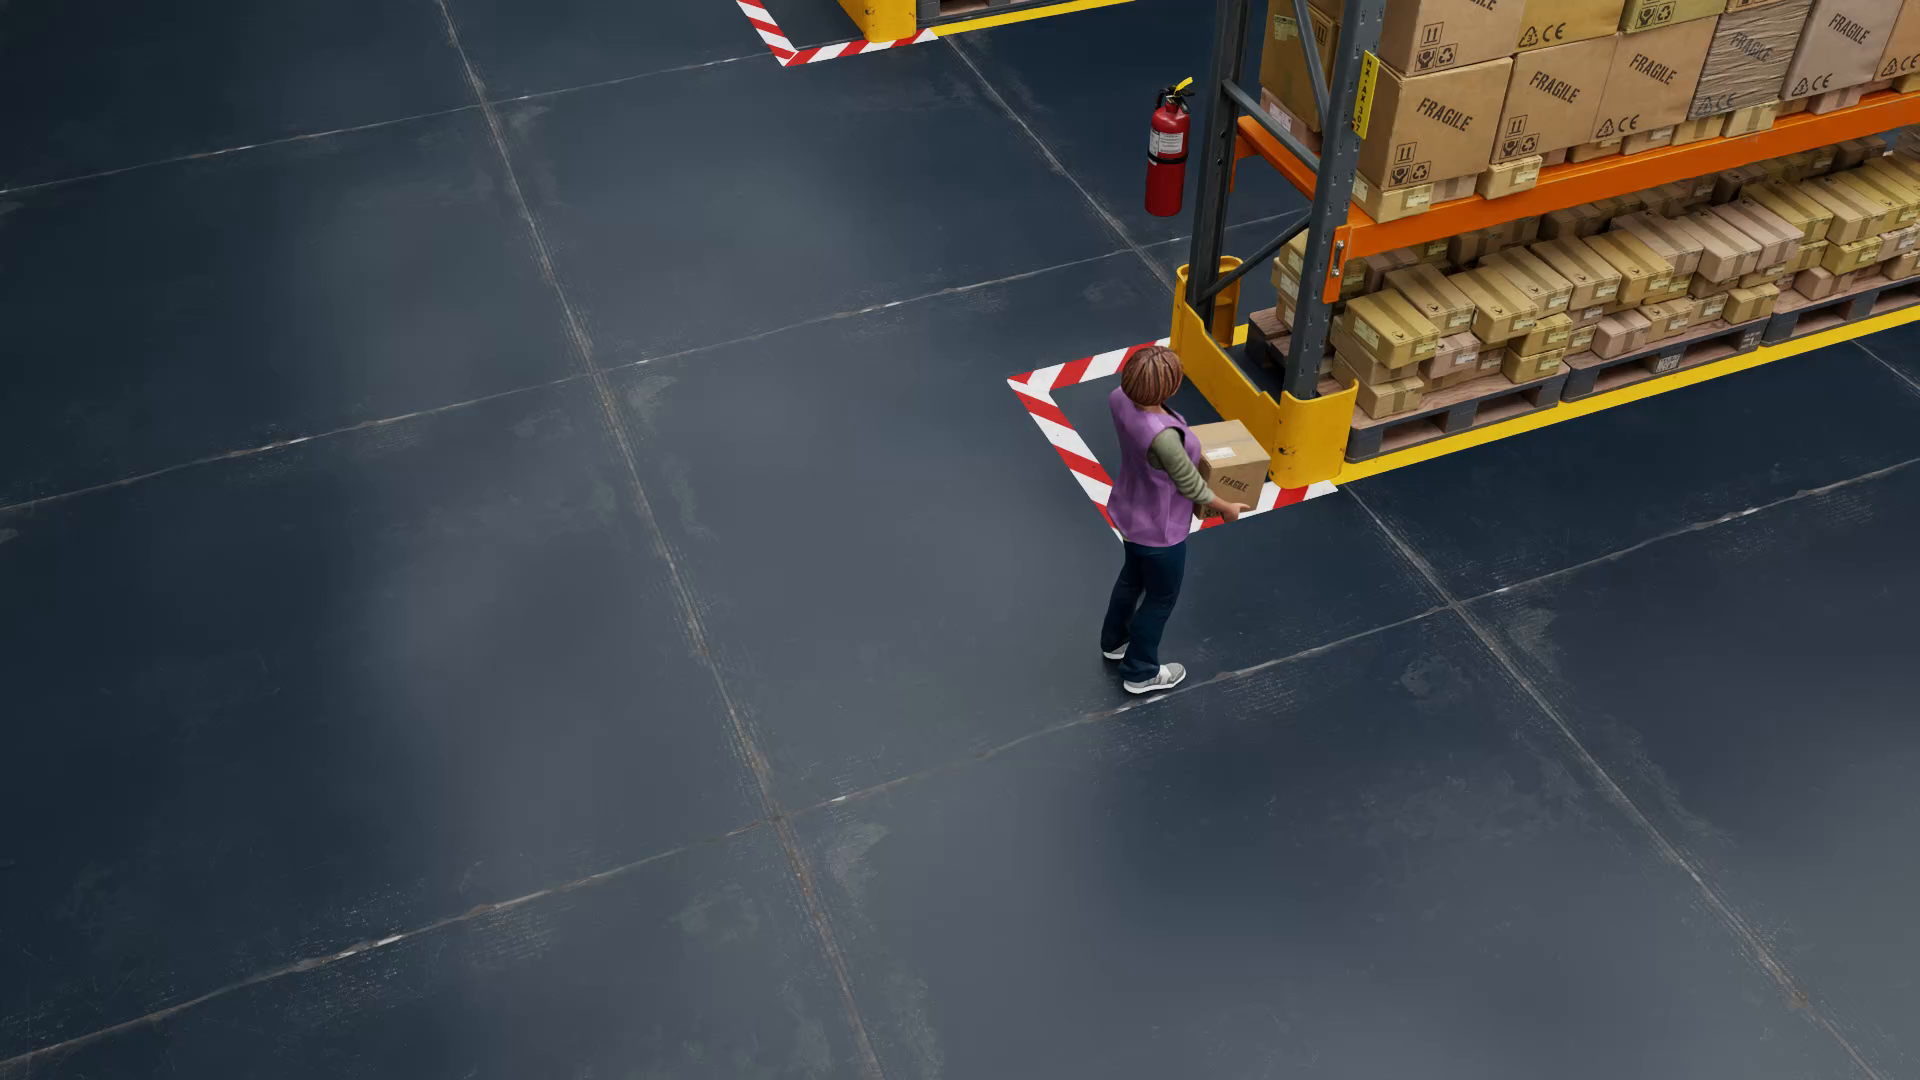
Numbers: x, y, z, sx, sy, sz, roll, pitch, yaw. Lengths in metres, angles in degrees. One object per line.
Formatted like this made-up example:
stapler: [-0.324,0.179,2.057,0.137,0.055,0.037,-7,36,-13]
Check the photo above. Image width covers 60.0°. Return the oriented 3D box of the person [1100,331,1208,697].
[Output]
person: [0.716,-0.085,6.261,0.341,1.594,0.485,-18,45,-19]
